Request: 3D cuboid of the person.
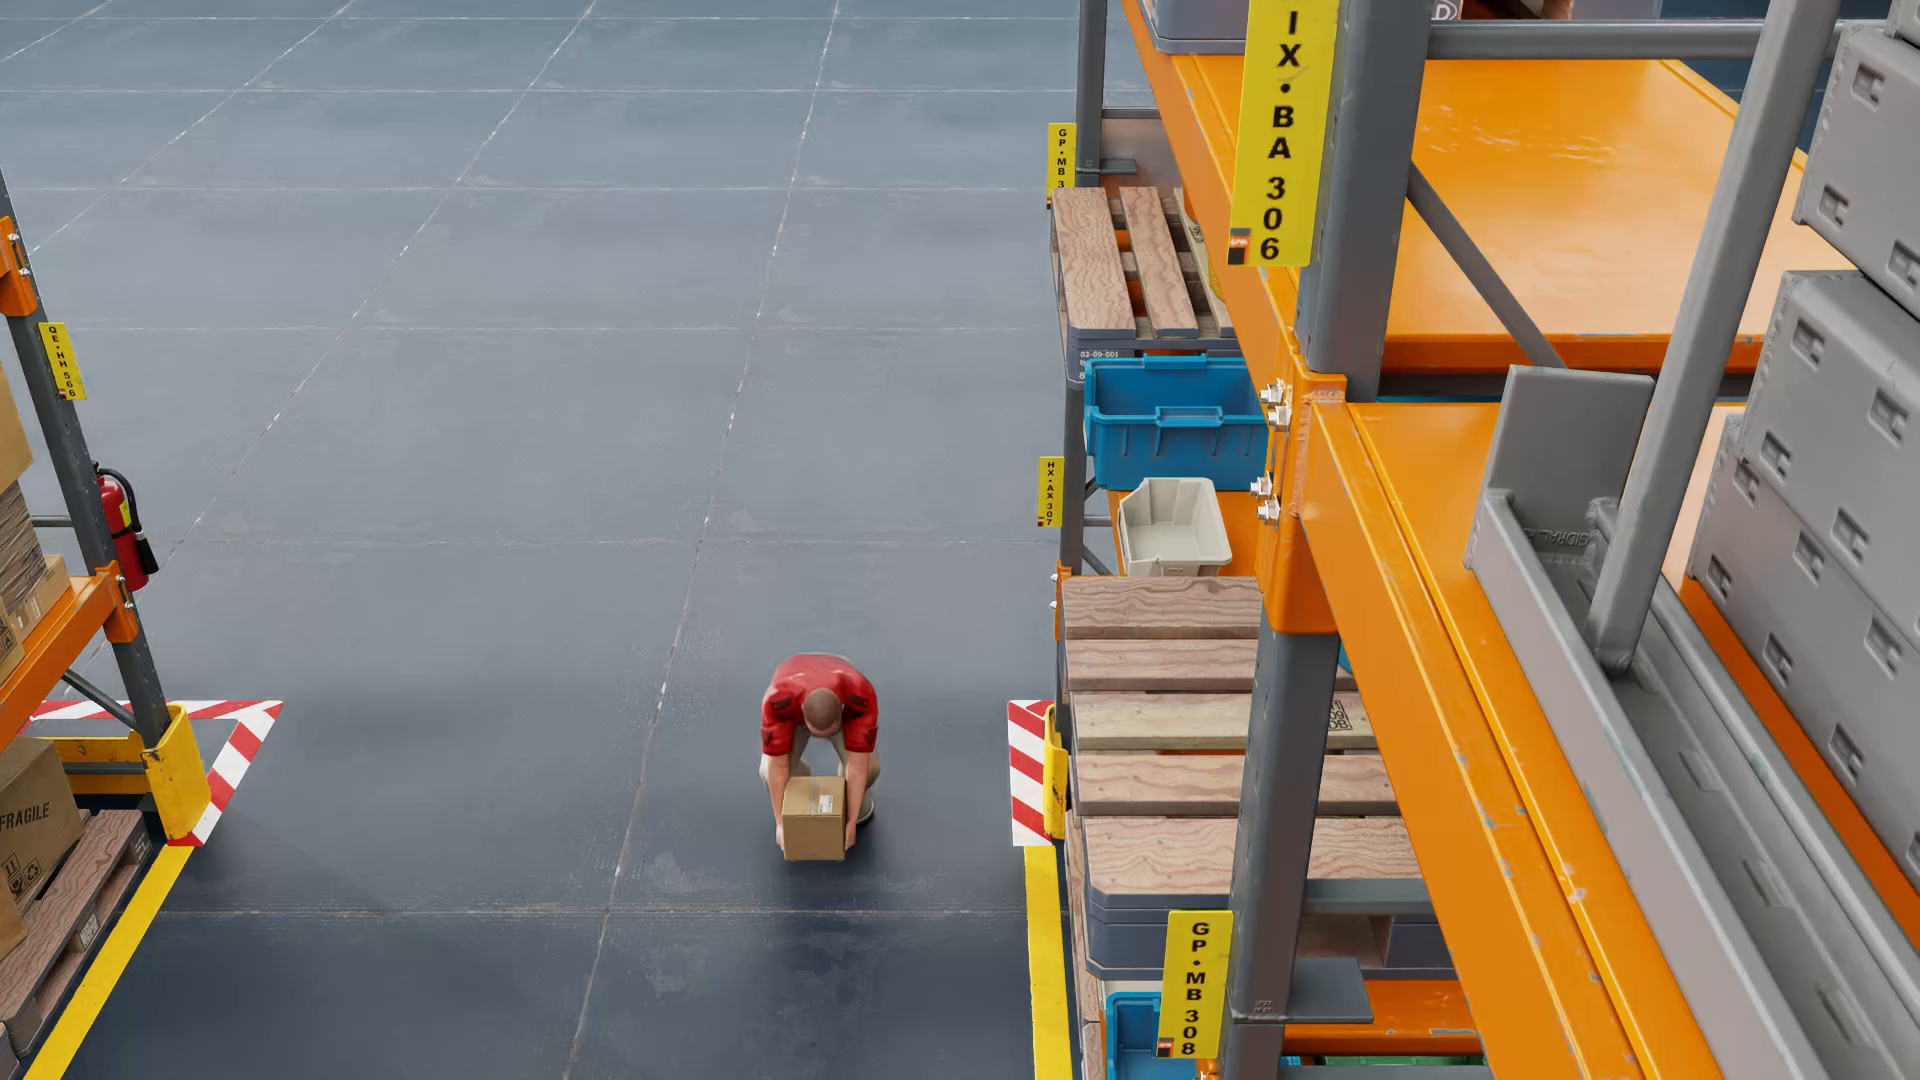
[{"bbox_3d":[-0.612,0.866,7.238,0.542,0.999,0.940,-2,31,-3],"label":"person"}]
